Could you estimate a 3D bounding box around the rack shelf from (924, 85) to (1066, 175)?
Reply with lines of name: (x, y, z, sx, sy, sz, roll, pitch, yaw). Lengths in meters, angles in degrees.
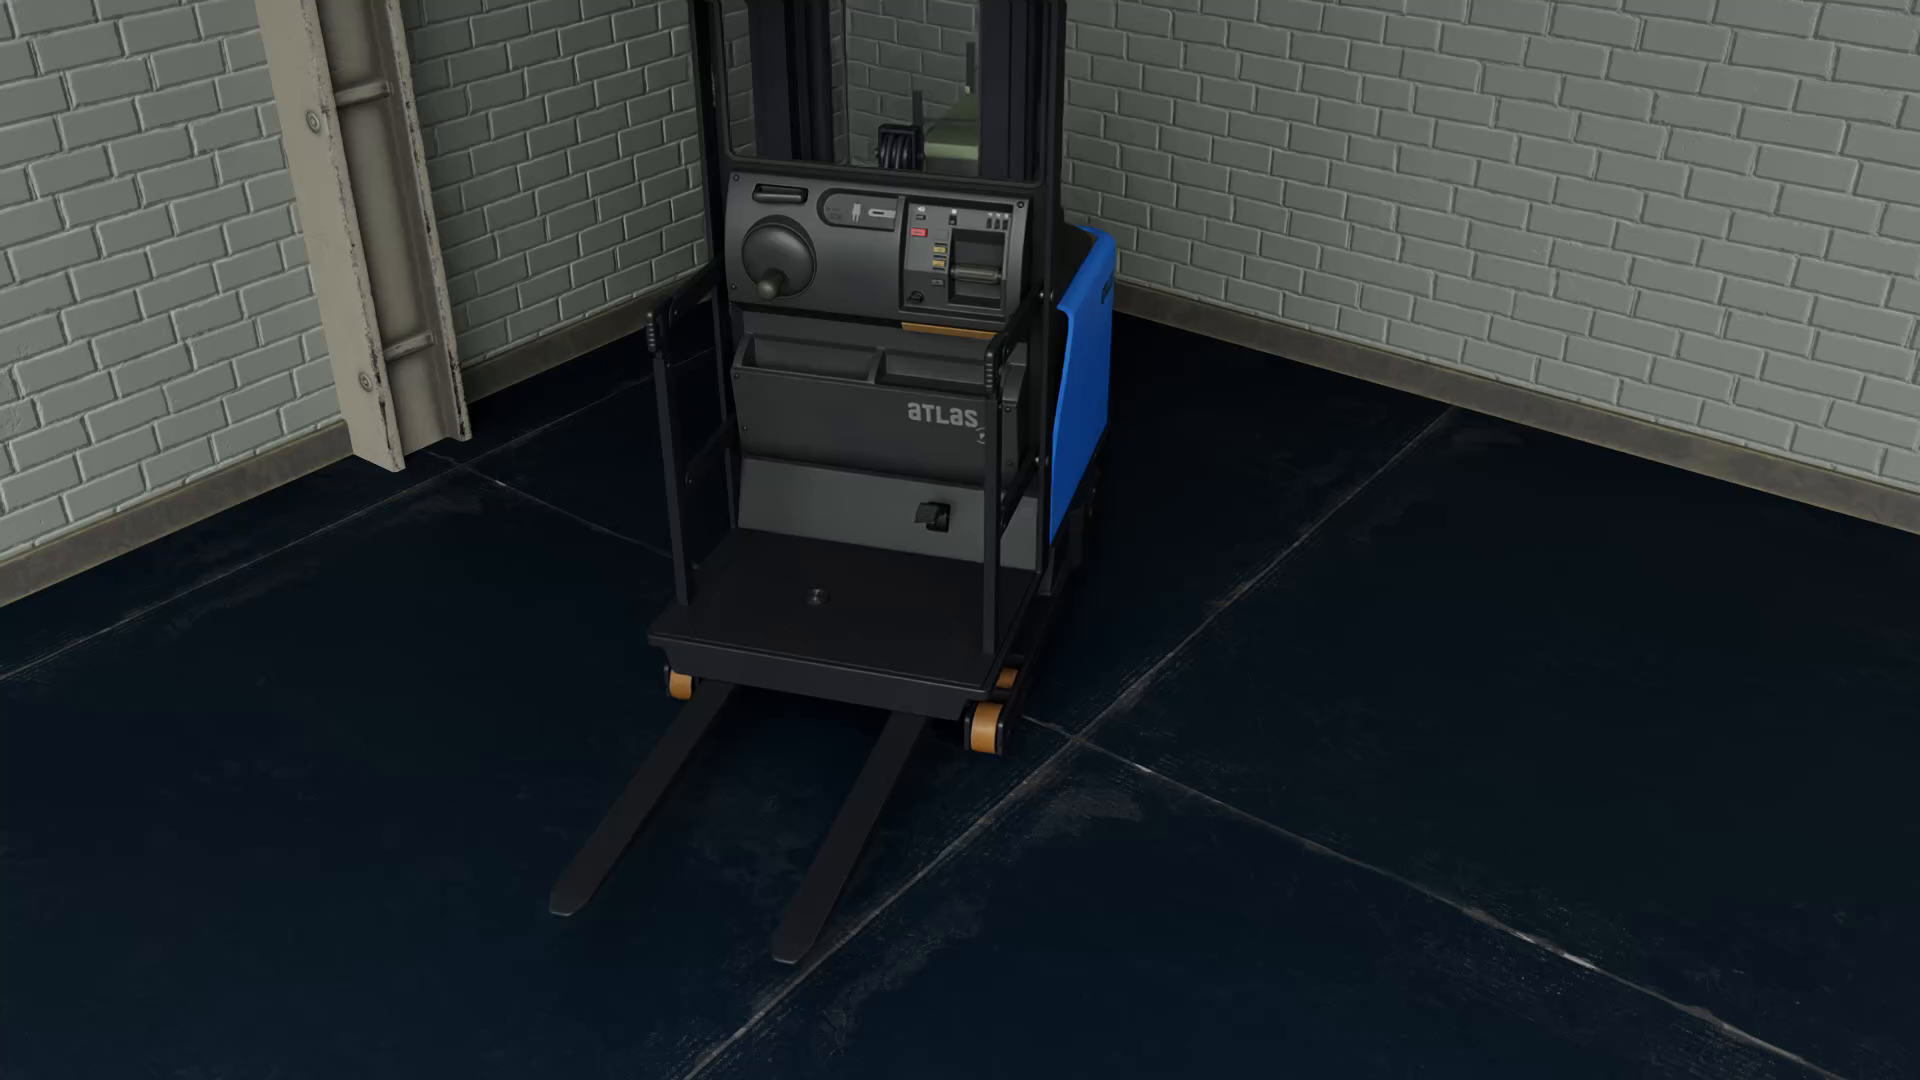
rack shelf: (0.122, -1.493, 6.532, 0.431, 0.370, 0.720, 8, 32, 14)

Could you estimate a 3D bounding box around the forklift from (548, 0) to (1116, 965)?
forklift: (-0.312, -0.822, 4.762, 1.130, 2.935, 3.031, 8, 32, 14)

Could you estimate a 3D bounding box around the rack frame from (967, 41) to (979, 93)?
rack frame: (0.222, -1.336, 7.034, 0.400, 1.500, 0.023, 8, 32, 14)

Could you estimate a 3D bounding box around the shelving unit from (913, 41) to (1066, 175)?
shelving unit: (0.122, -1.157, 6.731, 0.431, 1.500, 0.755, 8, 32, 14)

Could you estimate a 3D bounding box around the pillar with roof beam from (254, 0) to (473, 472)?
pillar with roof beam: (1.149, -2.946, 2.394, 9.100, 9.000, 0.400, 21, 37, 31)

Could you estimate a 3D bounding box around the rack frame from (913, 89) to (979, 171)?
rack frame: (0.022, -0.977, 6.428, 0.400, 1.500, 0.023, 8, 32, 14)
